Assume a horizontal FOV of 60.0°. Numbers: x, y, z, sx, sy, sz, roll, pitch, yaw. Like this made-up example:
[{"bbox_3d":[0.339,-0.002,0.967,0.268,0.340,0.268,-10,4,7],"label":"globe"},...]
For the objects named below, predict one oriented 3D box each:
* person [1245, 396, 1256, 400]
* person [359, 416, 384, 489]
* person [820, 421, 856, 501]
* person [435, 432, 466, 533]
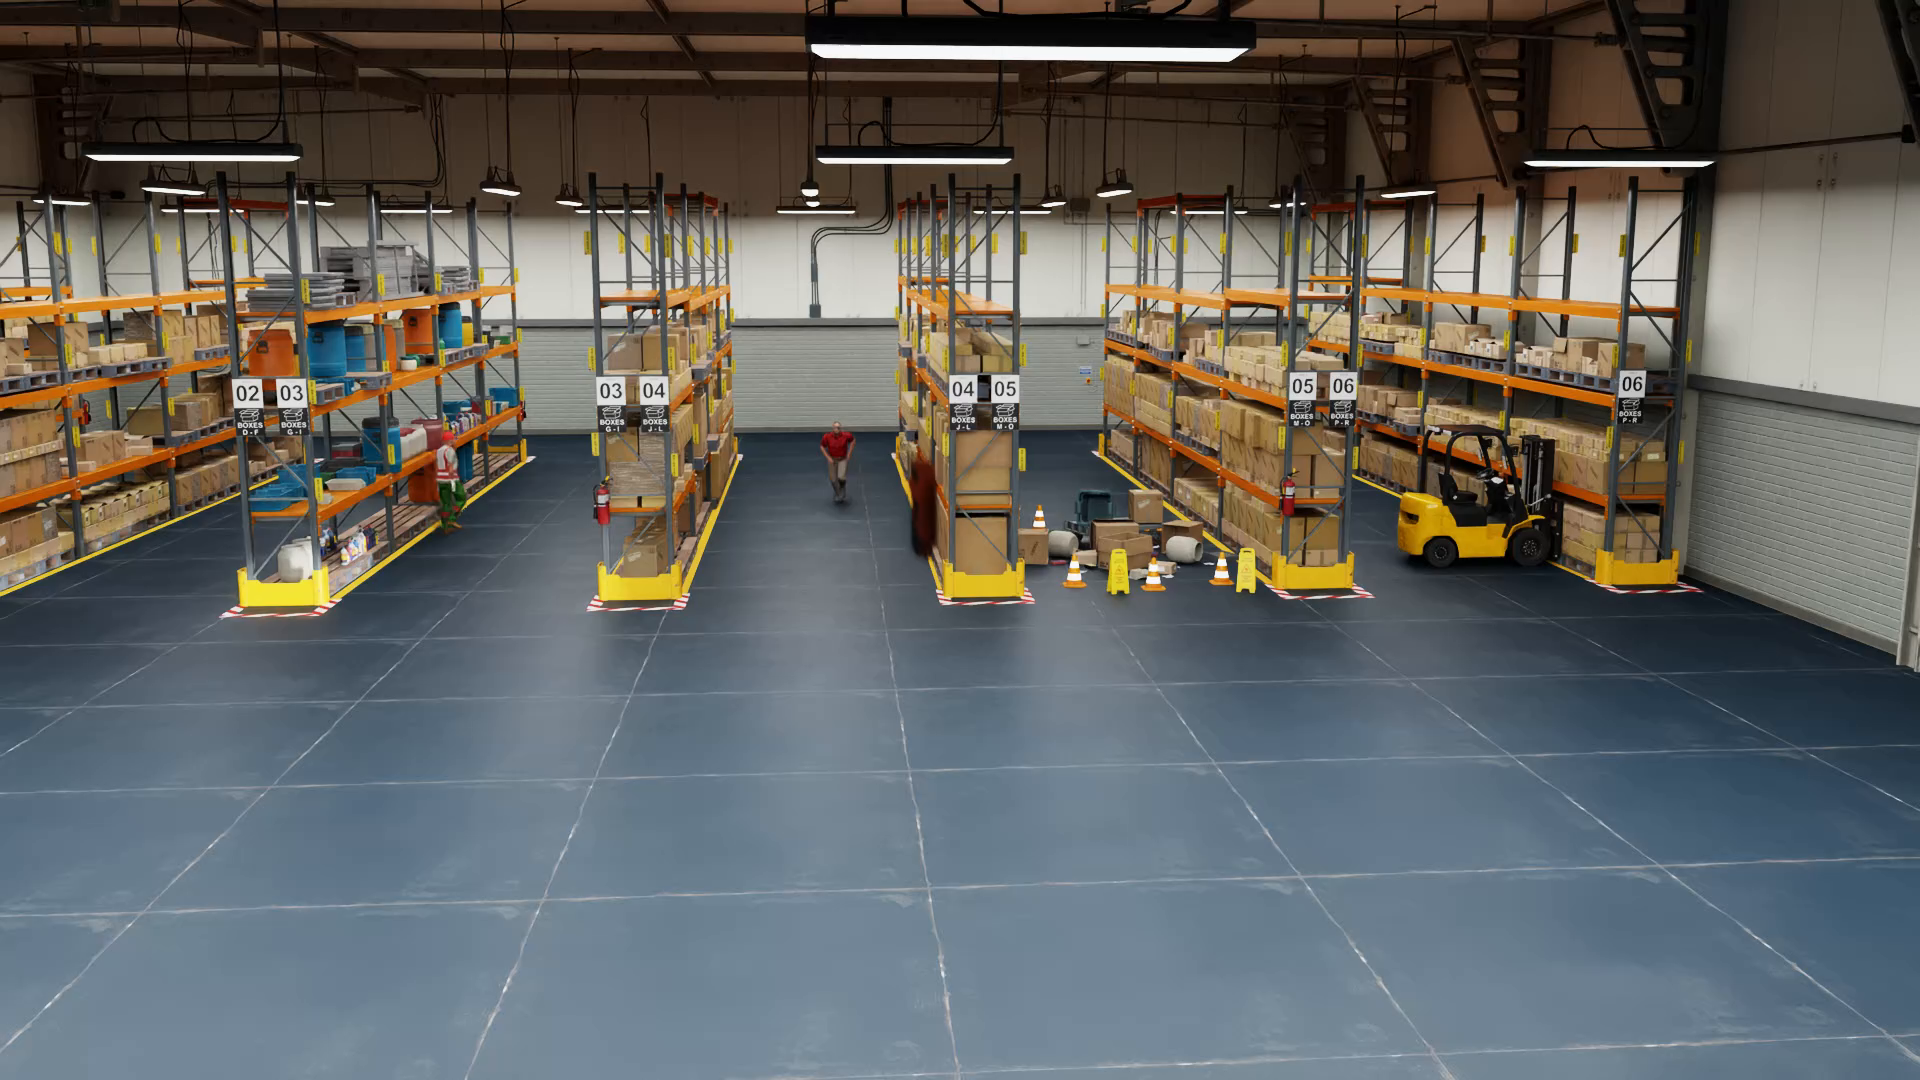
[{"bbox_3d":[7.576,-3.512,43.564,0.986,1.720,0.533,-2,10,-11],"label":"person"},{"bbox_3d":[-12.045,-1.796,34.372,0.562,1.566,0.750,1,10,7],"label":"person"},{"bbox_3d":[-2.408,-1.565,32.906,0.671,1.627,0.722,1,10,4],"label":"person"},{"bbox_3d":[-9.022,-1.022,29.291,0.558,1.759,0.520,3,10,16],"label":"person"}]
